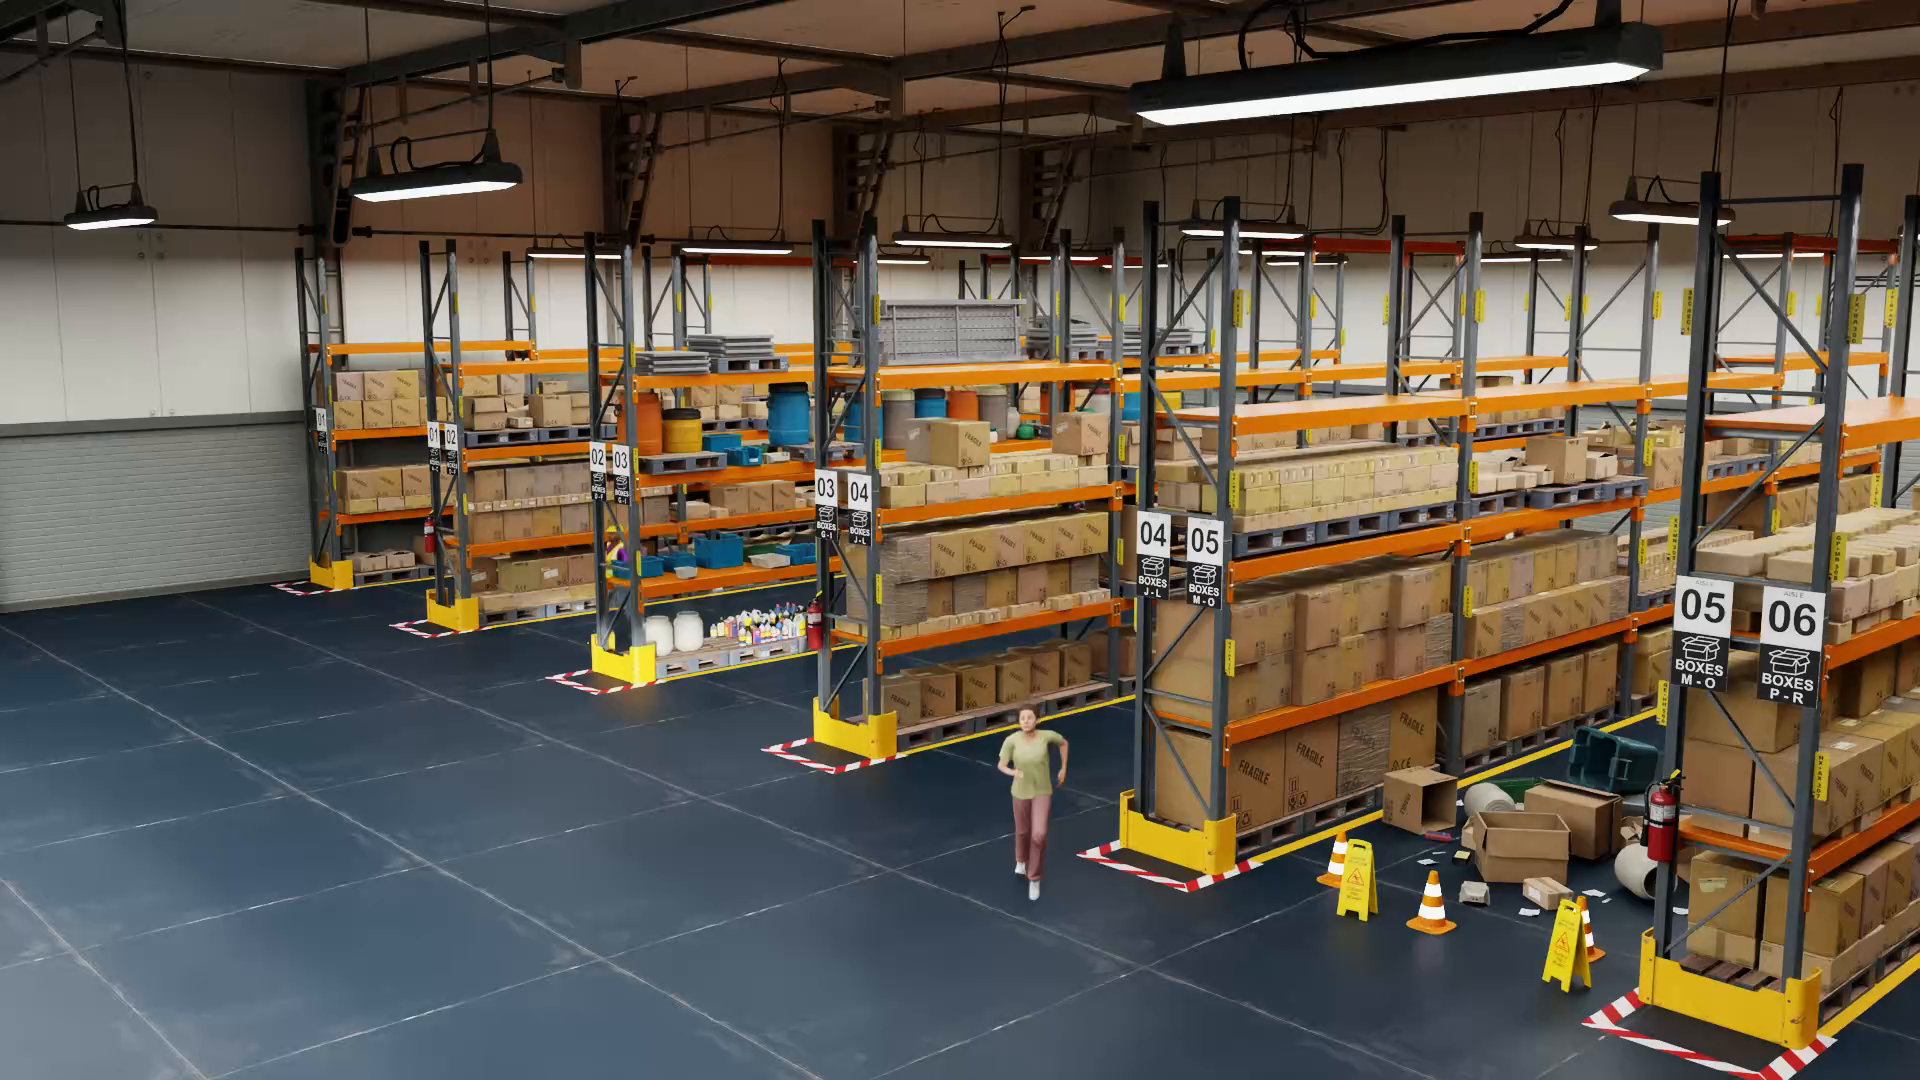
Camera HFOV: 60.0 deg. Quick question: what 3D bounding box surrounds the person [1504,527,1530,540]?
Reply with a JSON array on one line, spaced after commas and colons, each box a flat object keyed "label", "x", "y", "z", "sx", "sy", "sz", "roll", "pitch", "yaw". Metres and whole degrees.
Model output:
[{"label": "person", "x": 8.720, "y": 0.492, "z": 26.042, "sx": 0.696, "sy": 1.717, "sz": 0.640, "roll": 8, "pitch": 11, "yaw": 42}]

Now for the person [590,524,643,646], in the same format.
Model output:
[{"label": "person", "x": -5.130, "y": 0.642, "z": 24.755, "sx": 0.692, "sy": 1.781, "sz": 0.922, "roll": 6, "pitch": 10, "yaw": 34}]

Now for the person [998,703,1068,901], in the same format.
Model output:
[{"label": "person", "x": 0.632, "y": 2.235, "z": 14.483, "sx": 0.585, "sy": 1.694, "sz": 0.851, "roll": 1, "pitch": 8, "yaw": 8}]
